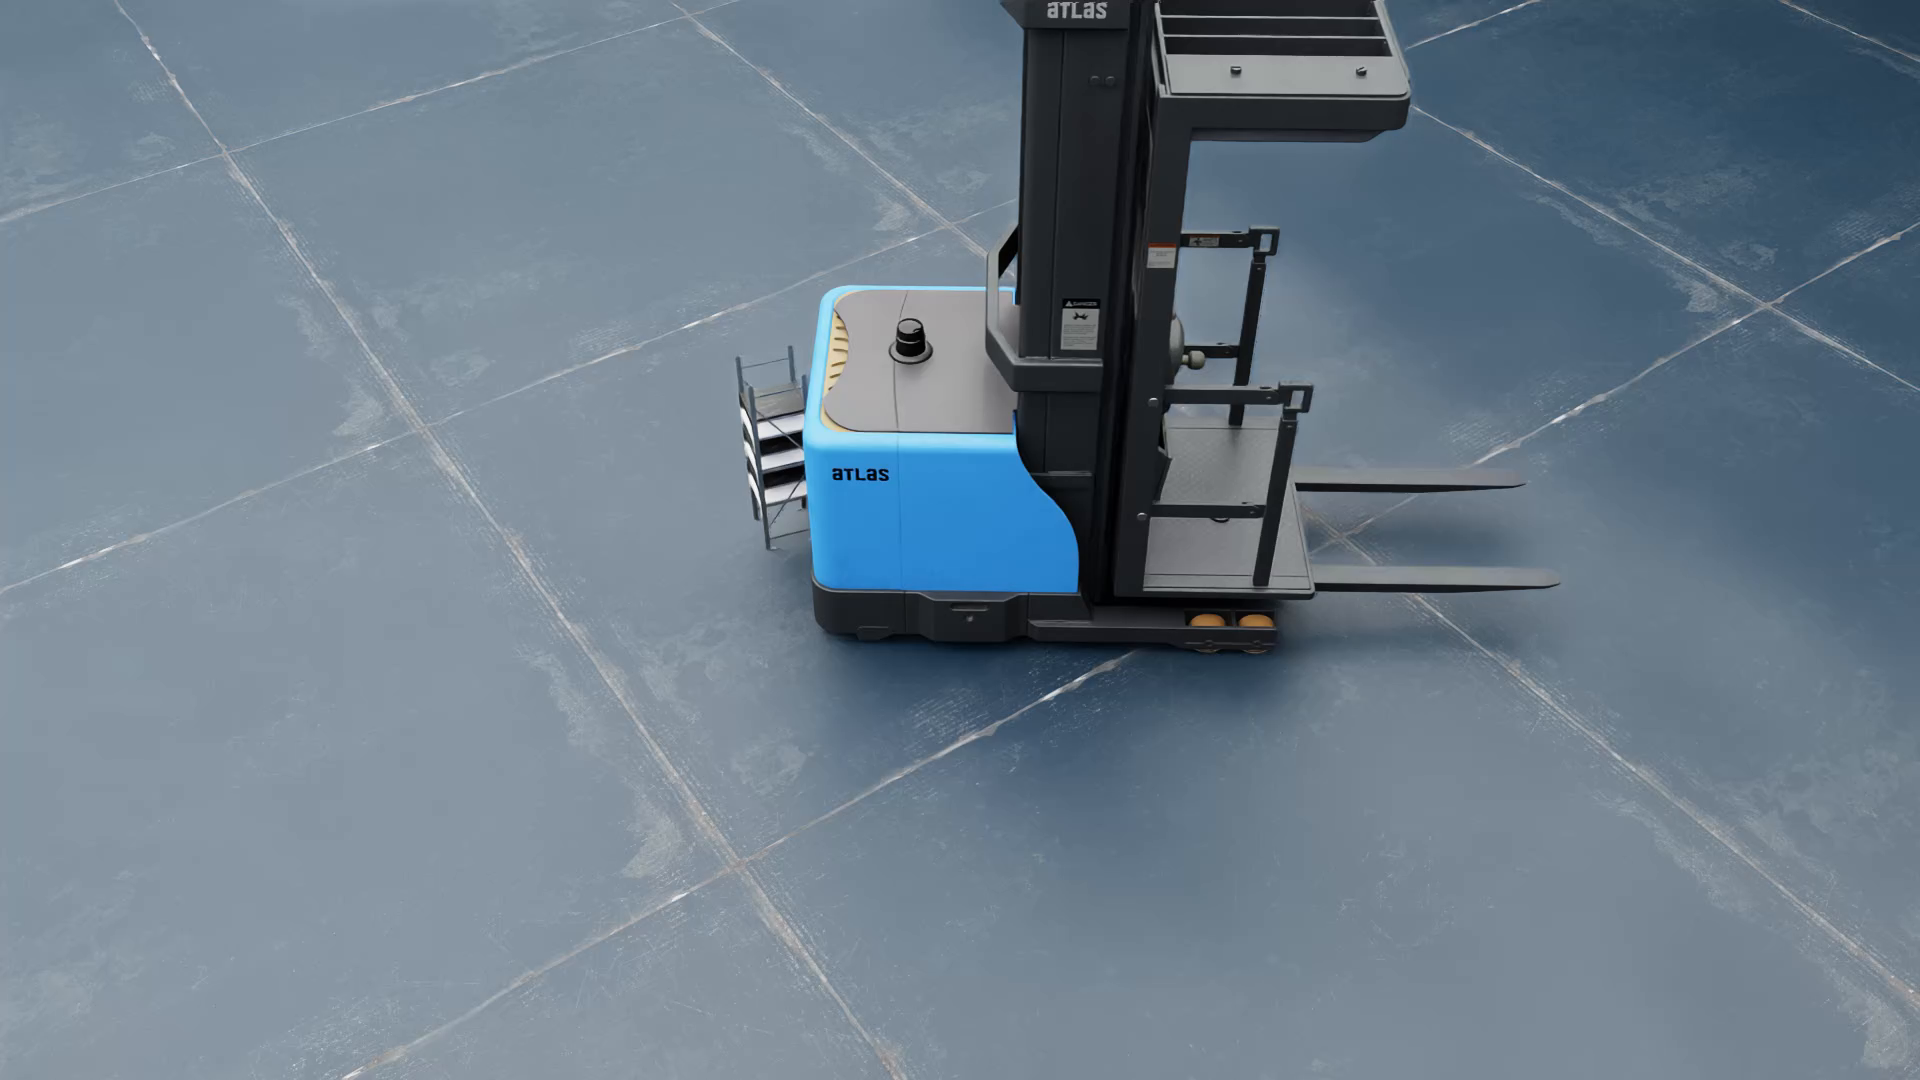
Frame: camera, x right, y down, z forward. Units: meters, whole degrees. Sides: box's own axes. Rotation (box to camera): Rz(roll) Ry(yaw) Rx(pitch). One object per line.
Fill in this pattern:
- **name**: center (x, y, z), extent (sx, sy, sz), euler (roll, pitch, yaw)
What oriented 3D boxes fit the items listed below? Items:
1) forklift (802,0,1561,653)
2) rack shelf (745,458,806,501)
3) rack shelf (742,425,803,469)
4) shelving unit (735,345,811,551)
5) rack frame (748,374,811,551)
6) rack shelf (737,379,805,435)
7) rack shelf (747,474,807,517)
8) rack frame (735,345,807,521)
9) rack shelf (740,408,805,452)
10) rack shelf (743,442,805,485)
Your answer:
- **forklift**: center (0.926, -0.973, 6.138), extent (3.031, 2.935, 1.130), euler (1, 44, 1)
- **rack shelf**: center (-0.760, -0.285, 7.067), extent (0.258, 0.077, 0.200), euler (-14, 45, -14)
- **rack shelf**: center (-0.760, -0.415, 6.942), extent (0.258, 0.077, 0.200), euler (-14, 45, -14)
- **shelving unit**: center (-0.760, -0.374, 6.981), extent (0.258, 0.900, 0.210), euler (-14, 45, -14)
- **rack frame**: center (-0.726, -0.308, 6.912), extent (0.240, 0.900, 0.006), euler (-14, 45, -14)
- **rack shelf**: center (-0.760, -0.546, 6.818), extent (0.258, 0.077, 0.200), euler (-14, 45, -14)
- **rack shelf**: center (-0.760, -0.220, 7.129), extent (0.258, 0.077, 0.200), euler (-14, 45, -14)
- **rack frame**: center (-0.795, -0.441, 7.051), extent (0.240, 0.900, 0.006), euler (-14, 45, -14)
- **rack shelf**: center (-0.760, -0.481, 6.880), extent (0.258, 0.077, 0.200), euler (-14, 45, -14)
- **rack shelf**: center (-0.760, -0.350, 7.004), extent (0.258, 0.077, 0.200), euler (-14, 45, -14)
